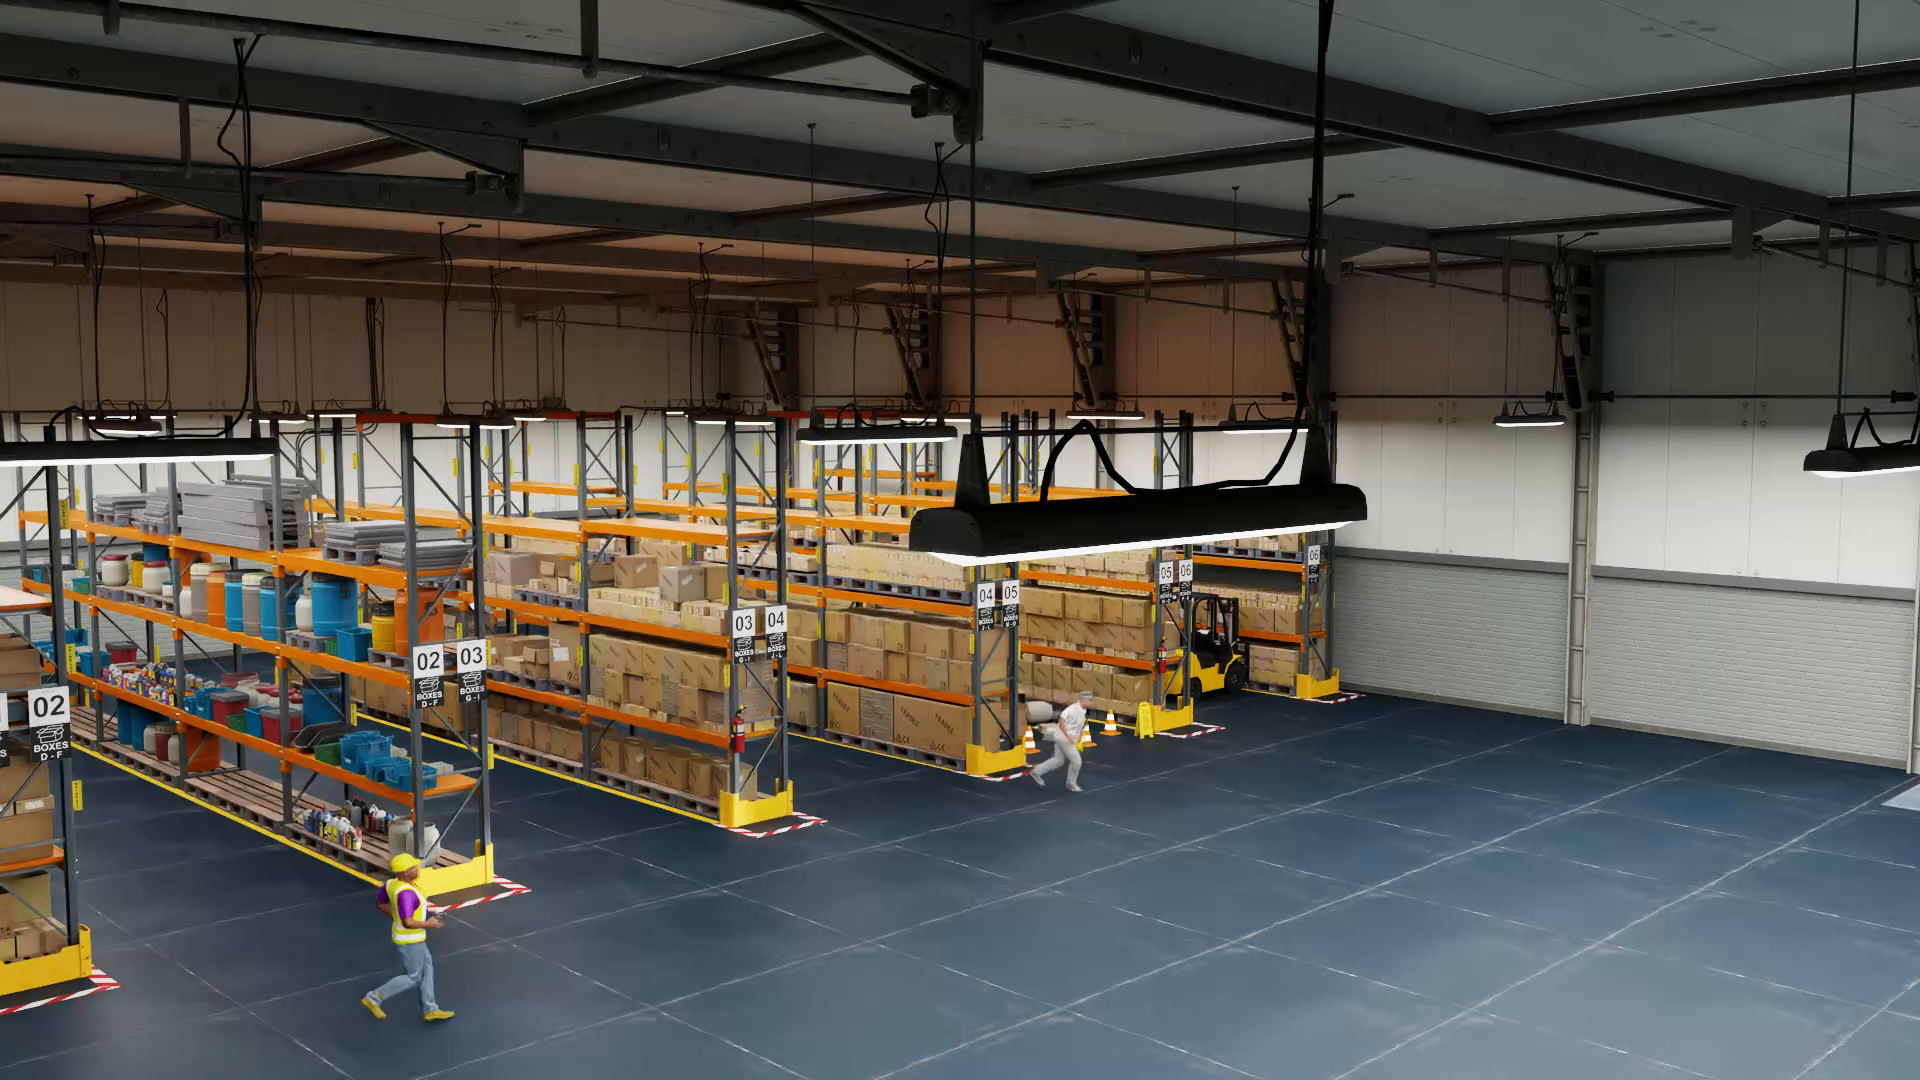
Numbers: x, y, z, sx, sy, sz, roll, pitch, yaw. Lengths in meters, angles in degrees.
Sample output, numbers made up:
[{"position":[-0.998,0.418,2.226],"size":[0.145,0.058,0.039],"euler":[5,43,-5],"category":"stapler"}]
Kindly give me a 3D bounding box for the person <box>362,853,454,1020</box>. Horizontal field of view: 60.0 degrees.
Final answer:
[{"position":[-5.553,4.008,16.671],"size":[0.905,1.758,0.699],"euler":[-3,6,-28],"category":"person"}]

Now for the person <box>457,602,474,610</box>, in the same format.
[{"position":[-11.788,2.019,39.879],"size":[0.734,1.723,0.553],"euler":[1,5,12],"category":"person"}]

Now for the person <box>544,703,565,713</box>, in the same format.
[{"position":[-7.845,2.703,32.298],"size":[0.616,1.672,0.648],"euler":[4,7,42],"category":"person"}]

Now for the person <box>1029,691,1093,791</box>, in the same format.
[{"position":[1.624,3.234,26.745],"size":[1.030,1.666,0.657],"euler":[1,5,16],"category":"person"}]
